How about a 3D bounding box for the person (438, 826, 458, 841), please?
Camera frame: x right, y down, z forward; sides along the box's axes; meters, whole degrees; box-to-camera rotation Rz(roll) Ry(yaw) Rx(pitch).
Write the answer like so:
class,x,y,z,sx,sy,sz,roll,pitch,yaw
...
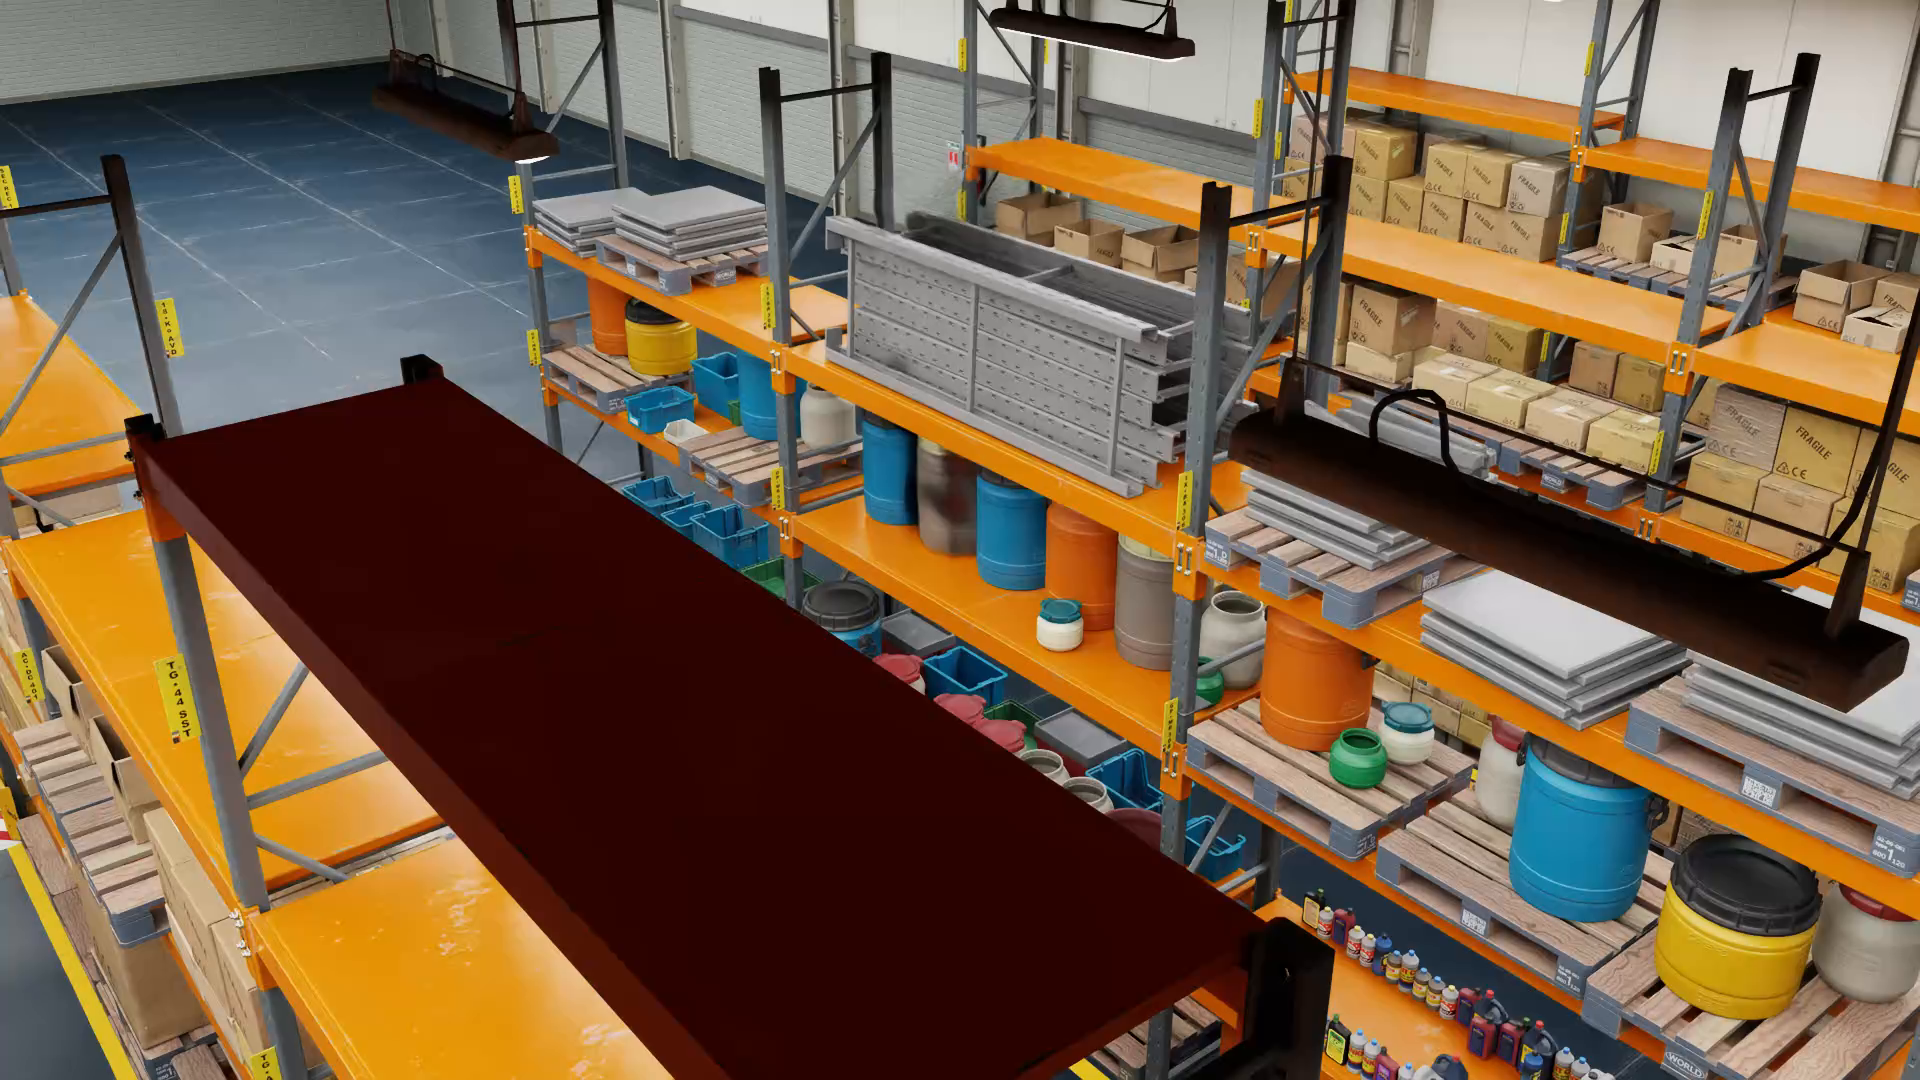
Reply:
class,x,y,z,sx,sy,sz,roll,pitch,yaw
person,-3.642,2.031,11.517,0.578,1.708,0.732,-19,32,-34
